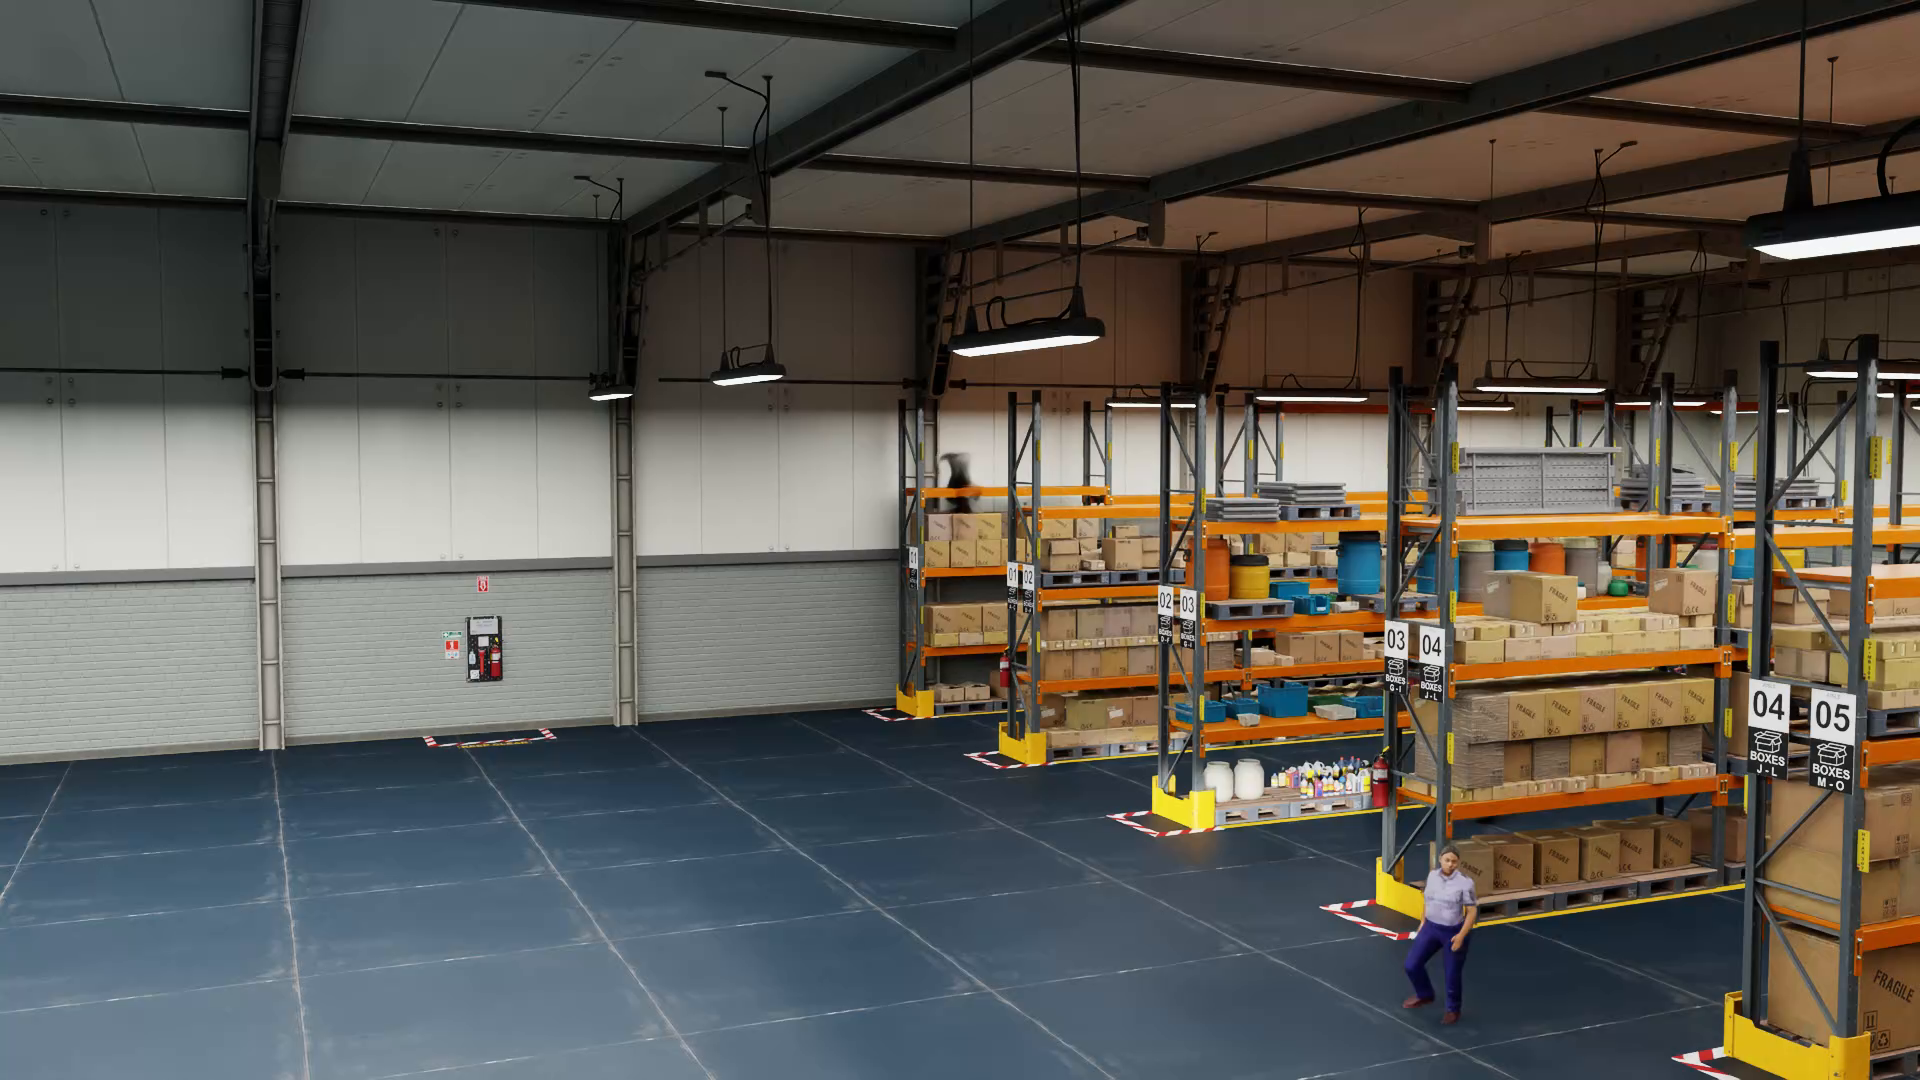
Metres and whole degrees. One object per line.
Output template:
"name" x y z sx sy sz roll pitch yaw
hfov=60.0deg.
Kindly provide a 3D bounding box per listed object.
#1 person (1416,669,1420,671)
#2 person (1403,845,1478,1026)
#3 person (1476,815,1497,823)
"person" 9.175 2.395 32.730 0.705 1.715 0.659 -2 4 -35
"person" 4.243 3.501 14.760 0.738 1.643 0.594 3 4 42
"person" 7.269 3.075 22.623 1.014 1.548 0.657 -2 4 -30
